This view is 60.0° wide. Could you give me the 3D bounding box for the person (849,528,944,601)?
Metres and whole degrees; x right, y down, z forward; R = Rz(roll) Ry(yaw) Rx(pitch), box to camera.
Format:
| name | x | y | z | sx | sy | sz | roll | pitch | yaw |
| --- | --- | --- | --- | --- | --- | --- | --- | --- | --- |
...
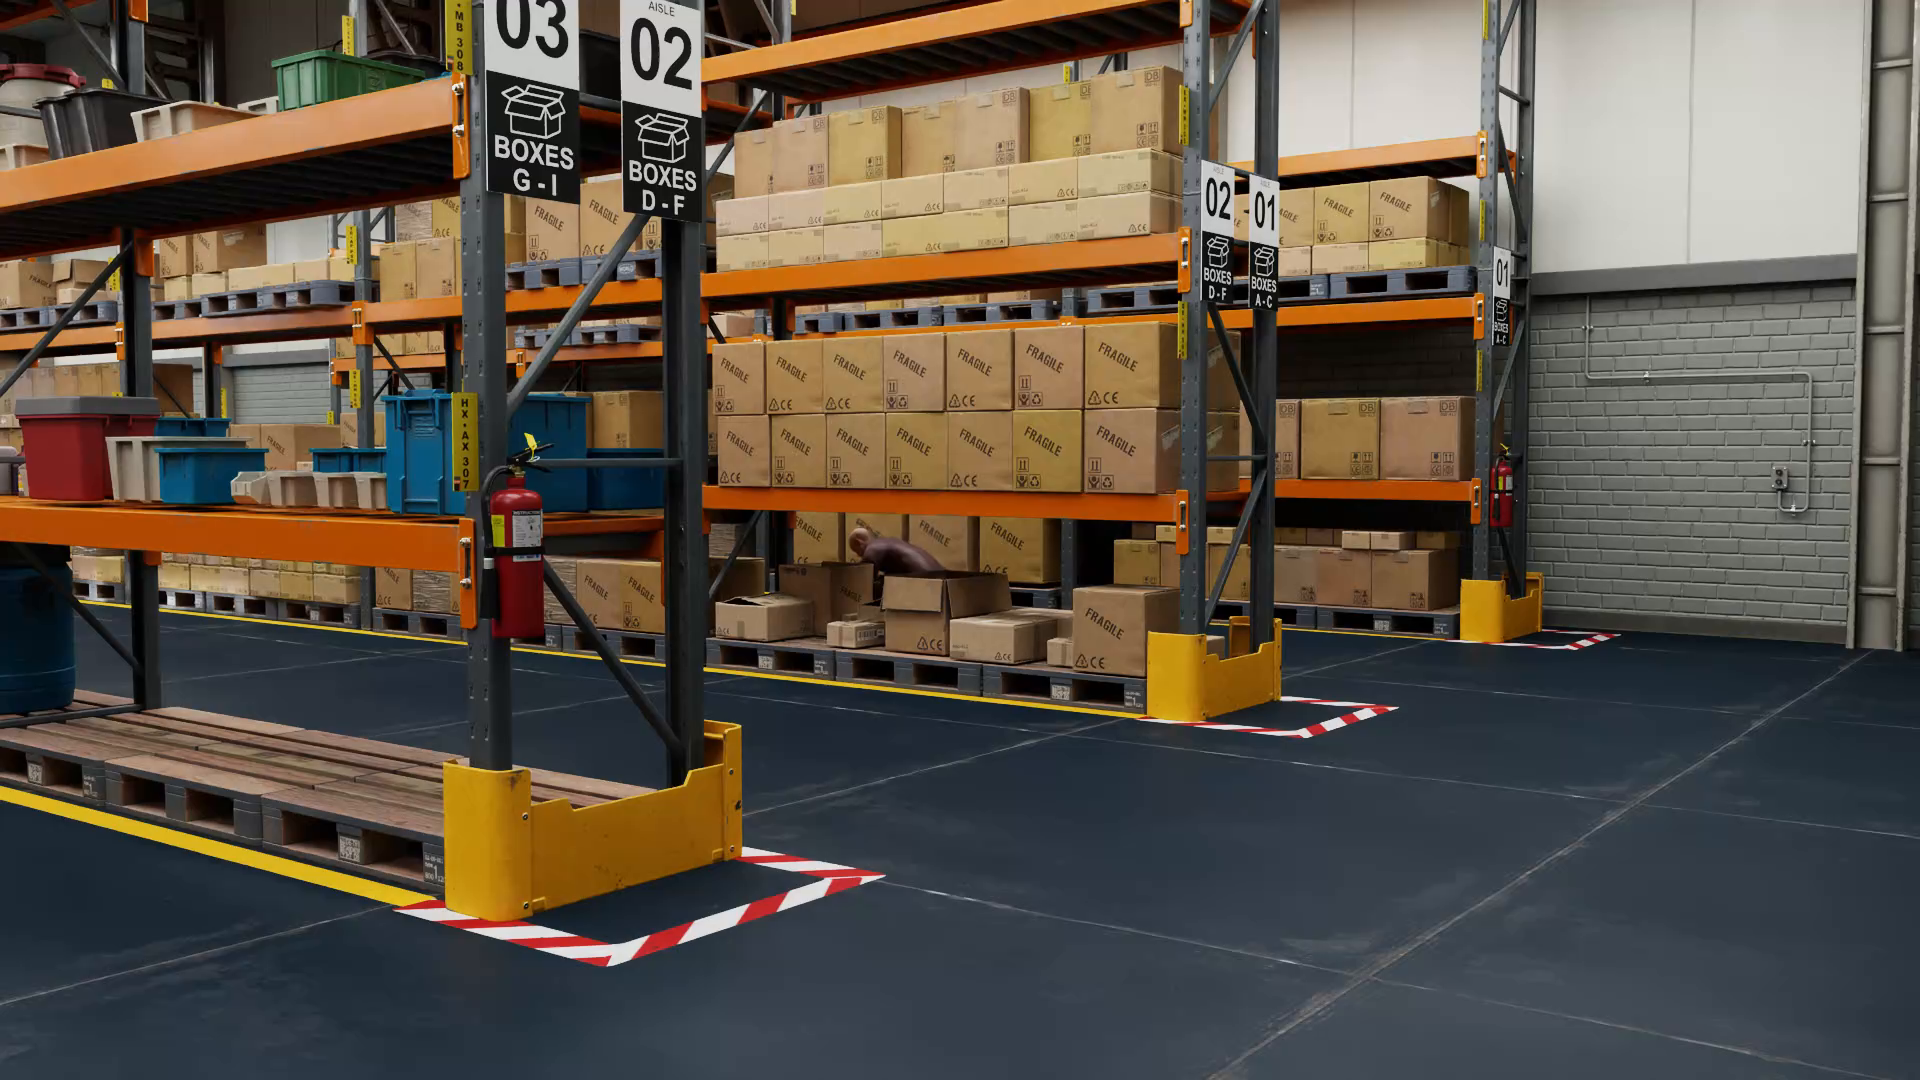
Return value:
| name | x | y | z | sx | sy | sz | roll | pitch | yaw |
| --- | --- | --- | --- | --- | --- | --- | --- | --- | --- |
| person | -0.521 | 0.385 | 13.399 | 0.907 | 0.904 | 0.603 | 2 | 4 | 33 |
